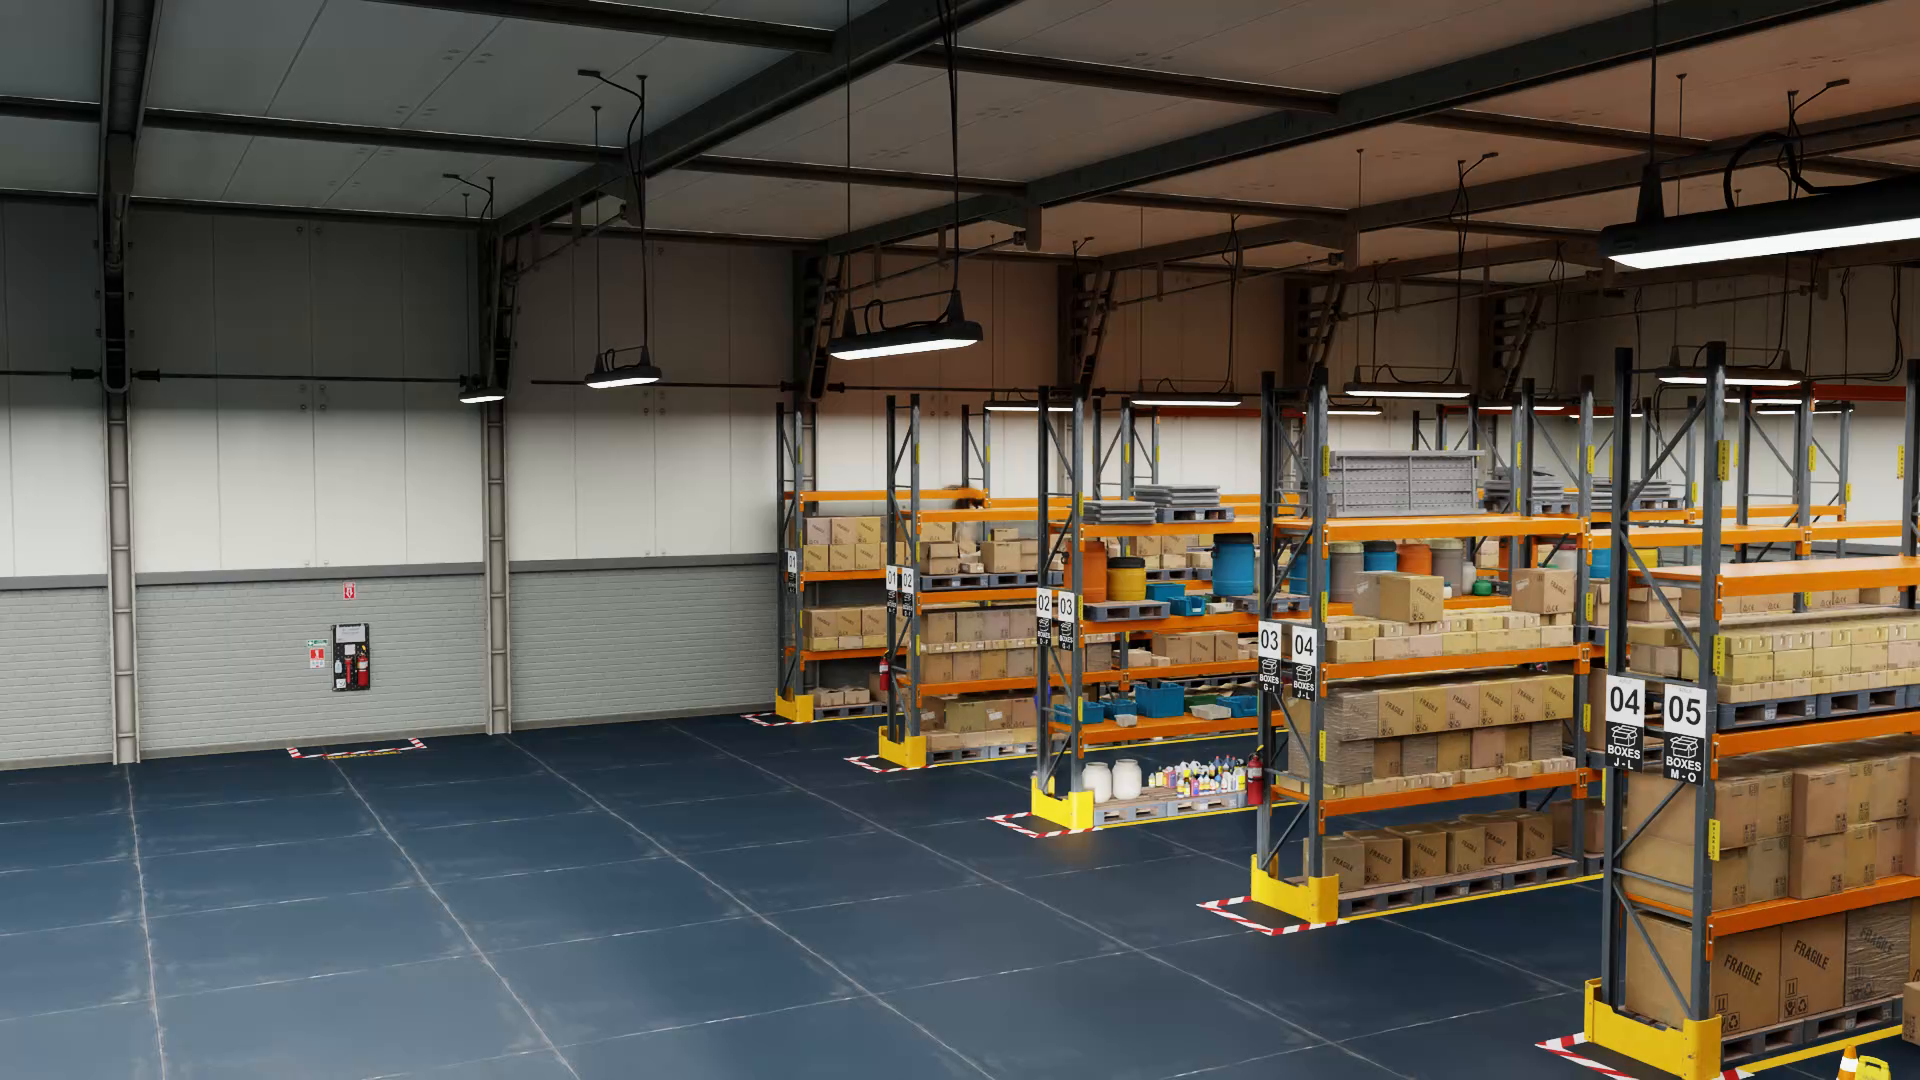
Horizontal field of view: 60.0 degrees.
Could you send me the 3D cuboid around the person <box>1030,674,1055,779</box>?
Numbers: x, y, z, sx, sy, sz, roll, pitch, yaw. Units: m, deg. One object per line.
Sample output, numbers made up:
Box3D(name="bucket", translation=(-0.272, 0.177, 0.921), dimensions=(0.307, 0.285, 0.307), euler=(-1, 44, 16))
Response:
Box3D(name="person", translation=(1.295, 2.867, 25.975), dimensions=(0.351, 1.663, 0.553), euler=(1, 3, 13))
